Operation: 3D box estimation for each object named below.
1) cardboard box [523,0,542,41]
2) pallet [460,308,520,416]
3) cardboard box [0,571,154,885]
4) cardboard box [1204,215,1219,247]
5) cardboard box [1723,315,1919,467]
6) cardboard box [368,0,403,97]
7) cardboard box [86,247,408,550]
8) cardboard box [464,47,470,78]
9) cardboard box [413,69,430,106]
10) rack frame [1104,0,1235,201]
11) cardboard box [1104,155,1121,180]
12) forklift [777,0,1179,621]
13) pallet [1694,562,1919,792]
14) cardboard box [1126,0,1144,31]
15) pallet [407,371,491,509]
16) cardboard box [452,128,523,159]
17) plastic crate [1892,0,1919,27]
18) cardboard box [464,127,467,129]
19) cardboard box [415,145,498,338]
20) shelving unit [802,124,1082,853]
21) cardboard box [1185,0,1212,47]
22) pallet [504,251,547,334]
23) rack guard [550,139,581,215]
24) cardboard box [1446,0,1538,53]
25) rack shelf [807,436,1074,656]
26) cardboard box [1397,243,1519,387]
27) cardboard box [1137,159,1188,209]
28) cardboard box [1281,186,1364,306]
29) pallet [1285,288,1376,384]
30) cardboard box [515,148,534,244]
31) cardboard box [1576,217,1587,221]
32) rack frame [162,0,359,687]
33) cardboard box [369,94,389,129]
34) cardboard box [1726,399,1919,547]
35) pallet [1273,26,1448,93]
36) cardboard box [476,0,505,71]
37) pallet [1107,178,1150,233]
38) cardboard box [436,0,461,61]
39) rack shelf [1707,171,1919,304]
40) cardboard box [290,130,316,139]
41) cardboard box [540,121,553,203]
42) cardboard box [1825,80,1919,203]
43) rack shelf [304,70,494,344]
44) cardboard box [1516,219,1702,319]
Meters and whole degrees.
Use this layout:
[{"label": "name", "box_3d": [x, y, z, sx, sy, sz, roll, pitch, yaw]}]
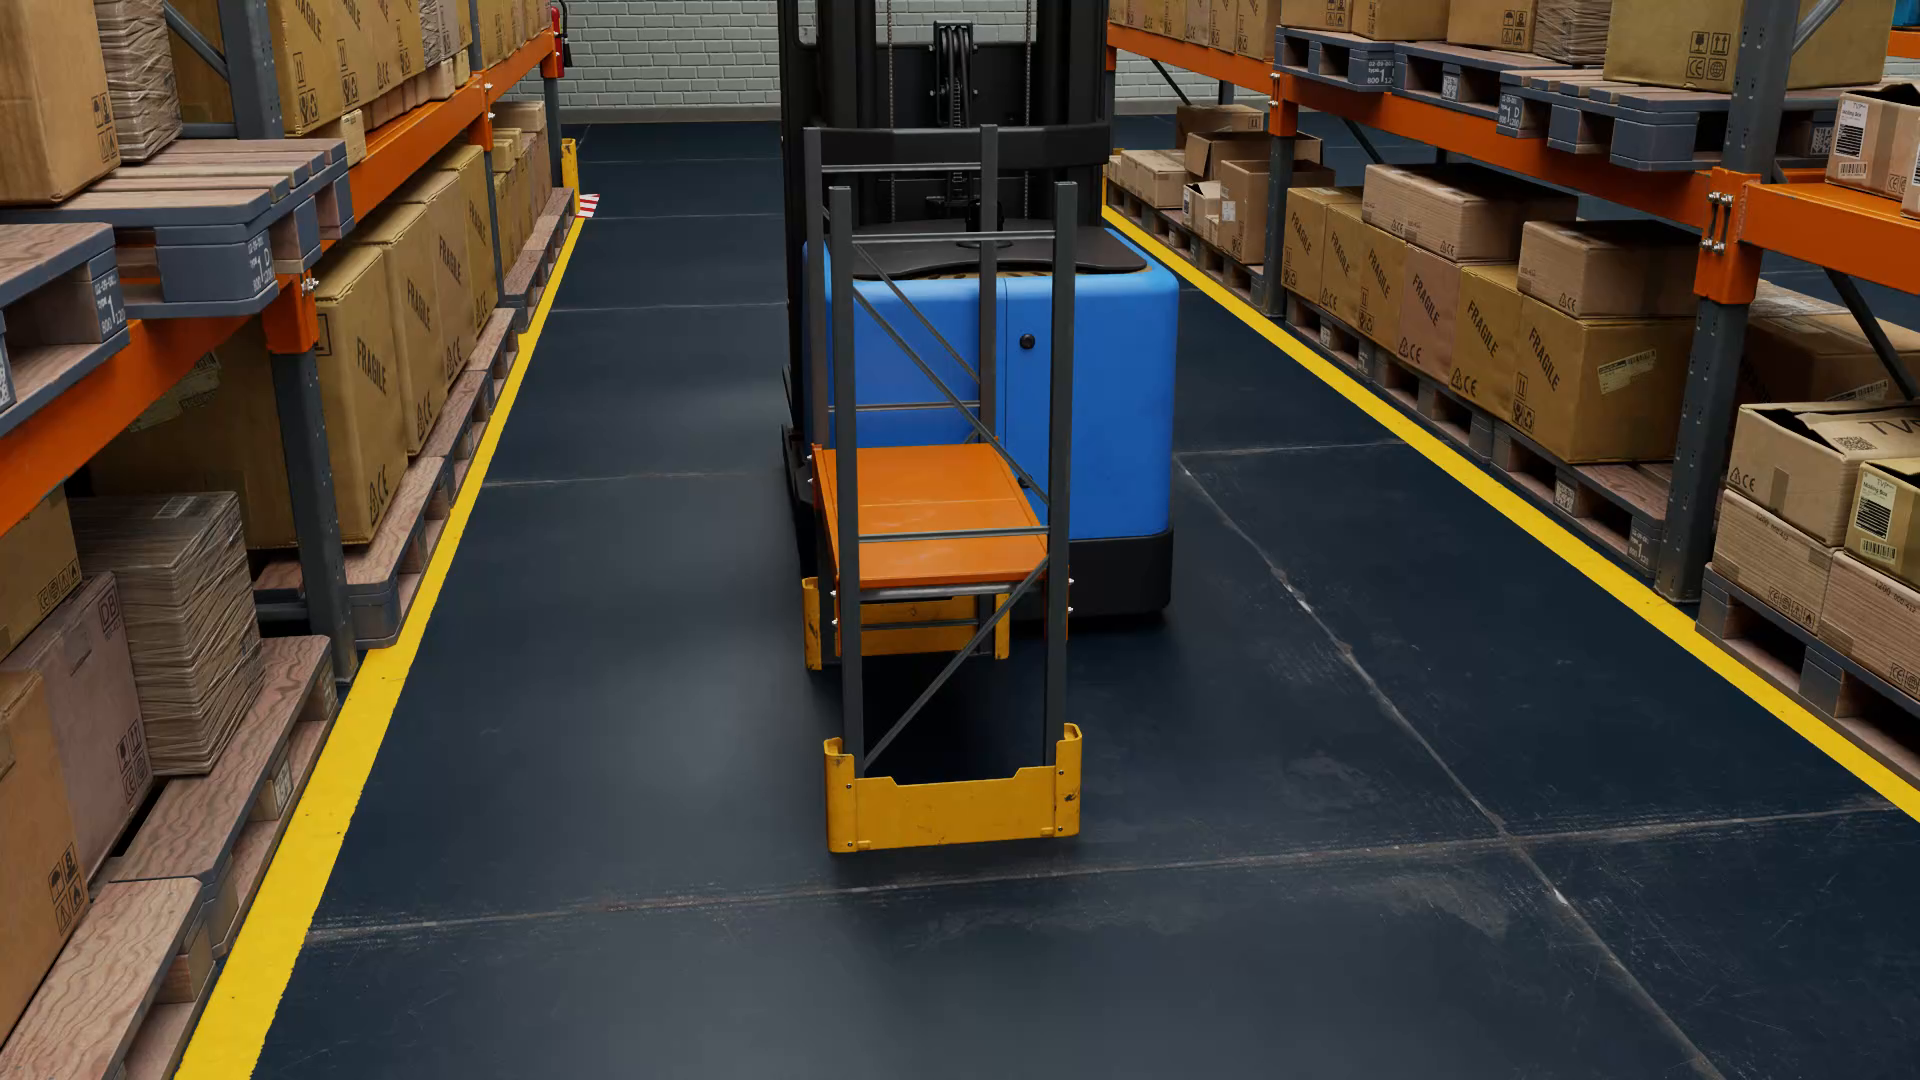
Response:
[{"label": "cardboard box", "box_3d": [-3.153, -3.478, 10.312, 0.980, 0.700, 0.700, -3, 21, -8]}, {"label": "pallet", "box_3d": [-2.590, -0.810, 7.584, 1.003, 0.211, 1.213, -3, 21, -8]}, {"label": "cardboard box", "box_3d": [-2.085, 0.401, 3.300, 0.700, 0.500, 0.500, -3, 21, -8]}, {"label": "cardboard box", "box_3d": [1.649, -1.811, 9.725, 0.380, 0.149, 0.250, -3, 21, -8]}, {"label": "cardboard box", "box_3d": [2.919, -0.453, 5.586, 0.500, 0.500, 0.500, -2, 21, -5]}, {"label": "cardboard box", "box_3d": [-2.153, -1.725, 5.452, 0.500, 0.500, 0.500, -3, 21, -8]}, {"label": "cardboard box", "box_3d": [-2.175, -0.446, 5.095, 0.750, 0.750, 0.750, -3, 21, -8]}, {"label": "cardboard box", "box_3d": [-2.447, -2.169, 7.566, 0.380, 0.149, 0.250, -3, 21, -7]}, {"label": "cardboard box", "box_3d": [-2.329, -1.814, 6.617, 0.380, 0.149, 0.250, -3, 21, -8]}, {"label": "rack frame", "box_3d": [1.549, -4.016, 12.181, 1.000, 3.000, 0.127, -3, 21, -8]}, {"label": "cardboard box", "box_3d": [1.269, -2.724, 12.169, 0.380, 0.149, 0.250, -3, 21, -8]}, {"label": "forklift", "box_3d": [-0.092, -1.591, 5.787, 1.130, 2.935, 3.031, -3, 21, -8]}, {"label": "pallet", "box_3d": [2.782, 0.347, 4.485, 1.003, 0.211, 1.213, -3, 21, -8]}, {"label": "cardboard box", "box_3d": [1.432, -3.717, 11.239, 0.500, 0.500, 0.500, -3, 21, -8]}, {"label": "pallet", "box_3d": [-2.411, -0.387, 6.450, 1.003, 0.211, 1.213, -3, 21, -8]}, {"label": "cardboard box", "box_3d": [-2.726, -2.282, 9.584, 0.380, 0.149, 0.250, -4, 21, -9]}, {"label": "plastic crate", "box_3d": [6.394, -3.552, 11.093, 0.416, 0.233, 0.300, -3, 21, -8]}, {"label": "cardboard box", "box_3d": [-3.184, -2.451, 10.038, 0.380, 0.149, 0.250, -3, 21, -7]}, {"label": "cardboard box", "box_3d": [-2.553, -1.351, 7.519, 0.750, 0.750, 0.750, -3, 21, -7]}, {"label": "shelving unit", "box_3d": [-0.084, -0.188, 4.075, 0.587, 1.500, 1.083, -3, 21, -7]}, {"label": "cardboard box", "box_3d": [1.648, -3.194, 9.838, 0.500, 0.500, 0.500, -2, 21, -7]}, {"label": "pallet", "box_3d": [-2.808, -1.341, 9.004, 1.003, 0.211, 1.213, -3, 21, -8]}, {"label": "rack guard", "box_3d": [-3.356, -2.602, 11.969, 1.175, 0.500, 0.348, -3, 21, -8]}, {"label": "cardboard box", "box_3d": [2.441, -2.266, 6.753, 0.700, 0.500, 0.500, -8, 22, -21]}, {"label": "rack shelf", "box_3d": [-0.082, -0.016, 4.130, 0.538, 0.185, 1.000, -3, 21, -7]}, {"label": "cardboard box", "box_3d": [2.179, -0.954, 6.926, 0.500, 0.500, 0.500, -4, 21, -10]}, {"label": "cardboard box", "box_3d": [1.491, -2.385, 11.116, 0.500, 0.250, 0.500, -3, 21, -8]}, {"label": "cardboard box", "box_3d": [1.954, -1.486, 8.352, 0.500, 0.500, 0.500, -4, 21, -10]}, {"label": "pallet", "box_3d": [2.280, -1.045, 8.212, 1.003, 0.211, 1.213, -3, 21, -8]}, {"label": "cardboard box", "box_3d": [-2.923, -2.022, 9.814, 0.700, 0.500, 0.500, -2, 21, -6]}, {"label": "cardboard box", "box_3d": [2.615, -1.164, 7.491, 0.500, 0.500, 0.500, -3, 21, -7]}, {"label": "rack frame", "box_3d": [-2.199, -0.995, 4.093, 1.000, 3.000, 0.127, -3, 21, -8]}, {"label": "cardboard box", "box_3d": [-2.249, -1.543, 5.890, 0.380, 0.149, 0.250, -3, 21, -7]}, {"label": "cardboard box", "box_3d": [2.487, -0.221, 4.550, 0.500, 0.311, 0.500, -2, 21, -6]}, {"label": "pallet", "box_3d": [2.133, -2.259, 7.751, 1.003, 0.211, 1.213, -3, 21, -8]}, {"label": "cardboard box", "box_3d": [-2.838, -2.709, 8.253, 0.980, 0.700, 0.700, -3, 21, -7]}, {"label": "pallet", "box_3d": [1.676, -2.407, 11.860, 1.003, 0.211, 1.213, -3, 21, -8]}, {"label": "cardboard box", "box_3d": [-2.377, -2.252, 6.862, 0.500, 0.500, 0.500, -3, 21, -7]}, {"label": "rack shelf", "box_3d": [2.990, -0.217, 3.037, 1.077, 0.370, 4.000, -3, 21, -8]}, {"label": "cardboard box", "box_3d": [-2.045, -1.100, 4.705, 0.380, 0.149, 0.250, -3, 21, -7]}, {"label": "cardboard box", "box_3d": [-3.153, -2.553, 11.237, 0.700, 0.500, 0.500, -3, 21, -8]}, {"label": "cardboard box", "box_3d": [2.711, -1.076, 4.438, 0.500, 0.311, 0.500, -2, 21, -4]}, {"label": "rack shelf", "box_3d": [-2.488, -1.350, 6.073, 1.077, 0.370, 4.000, -3, 21, -8]}, {"label": "cardboard box", "box_3d": [2.323, -0.964, 5.881, 0.500, 0.250, 0.500, -2, 21, -6]}]
